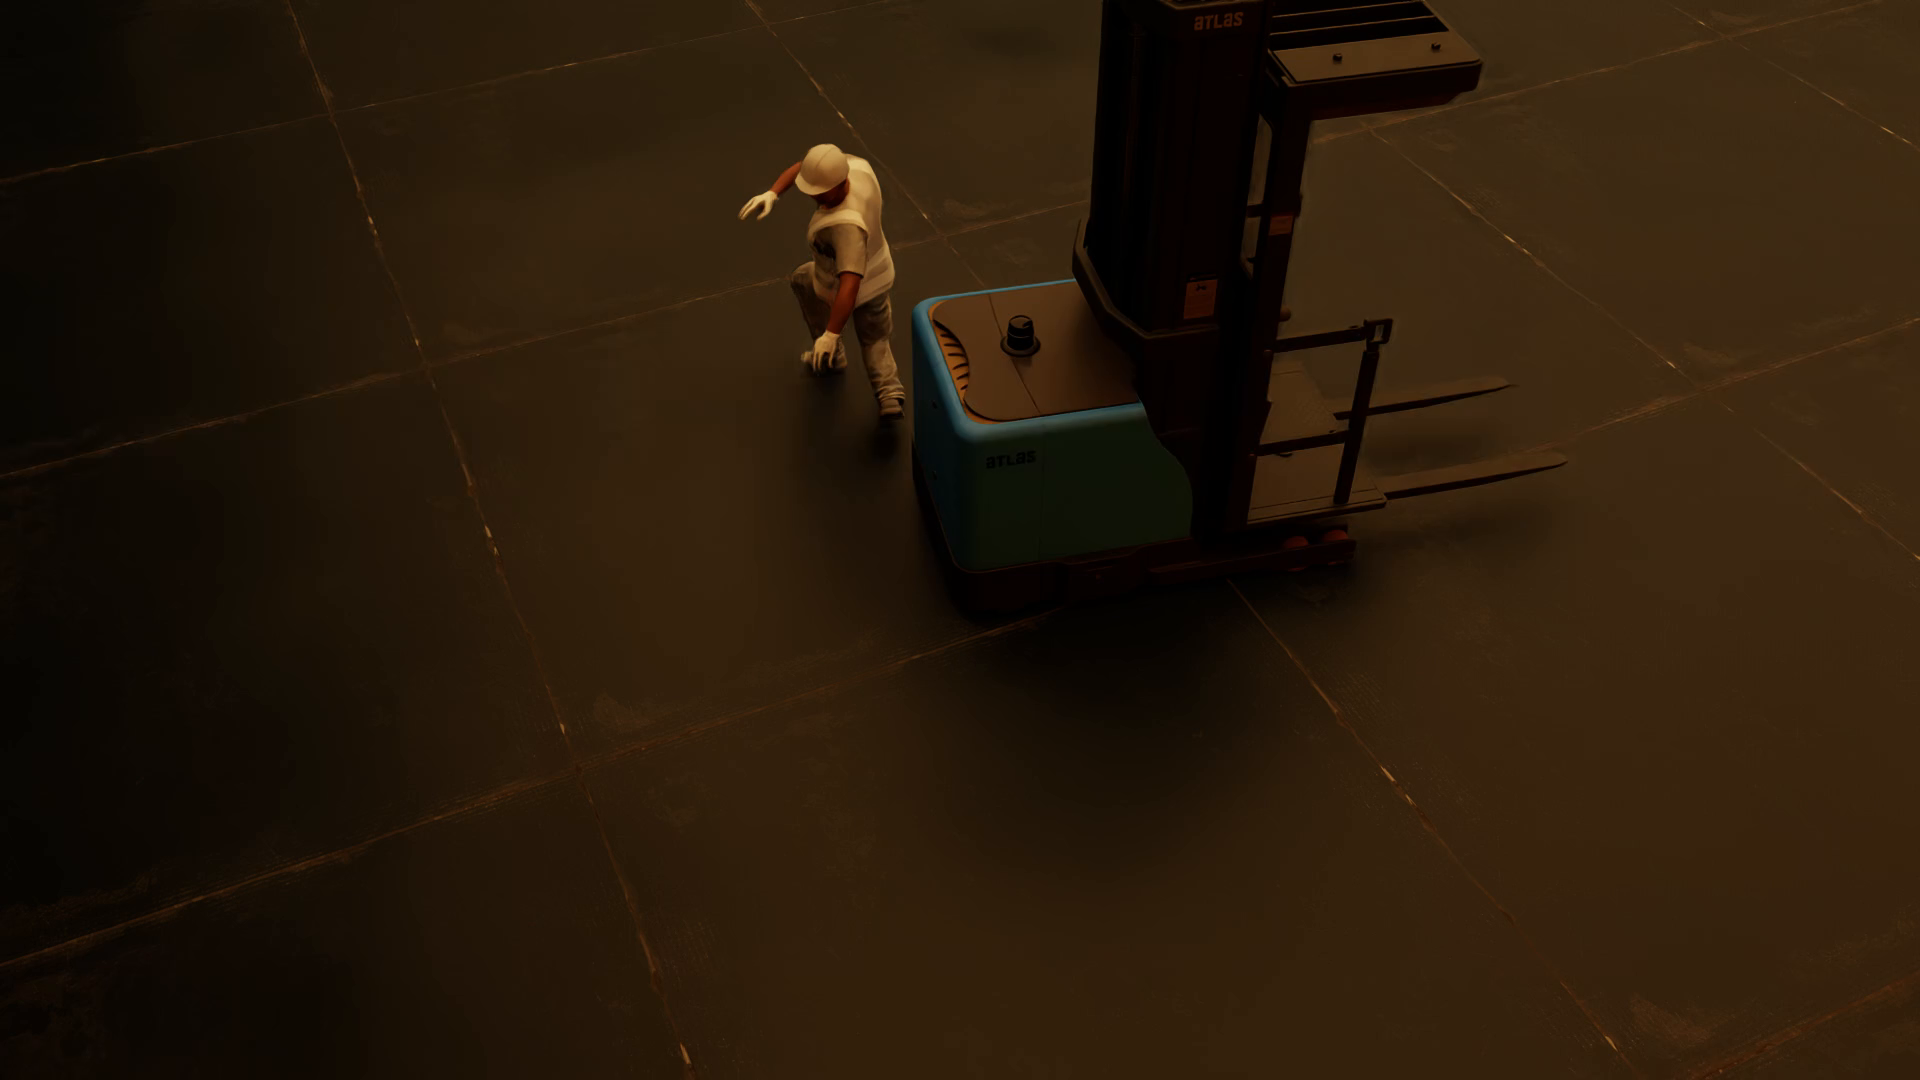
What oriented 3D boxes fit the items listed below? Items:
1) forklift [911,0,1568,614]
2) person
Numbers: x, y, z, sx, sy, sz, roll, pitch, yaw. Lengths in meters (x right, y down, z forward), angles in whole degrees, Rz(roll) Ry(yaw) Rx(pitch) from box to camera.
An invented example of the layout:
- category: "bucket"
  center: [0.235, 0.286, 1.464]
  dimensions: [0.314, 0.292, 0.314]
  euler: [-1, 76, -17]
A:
- category: "forklift"
  center: [1.344, -1.270, 7.041]
  dimensions: [3.031, 2.935, 1.130]
  euler: [-9, 44, -10]
- category: "person"
  center: [-0.629, -1.234, 8.085]
  dimensions: [0.761, 1.544, 0.961]
  euler: [-32, 52, -30]
